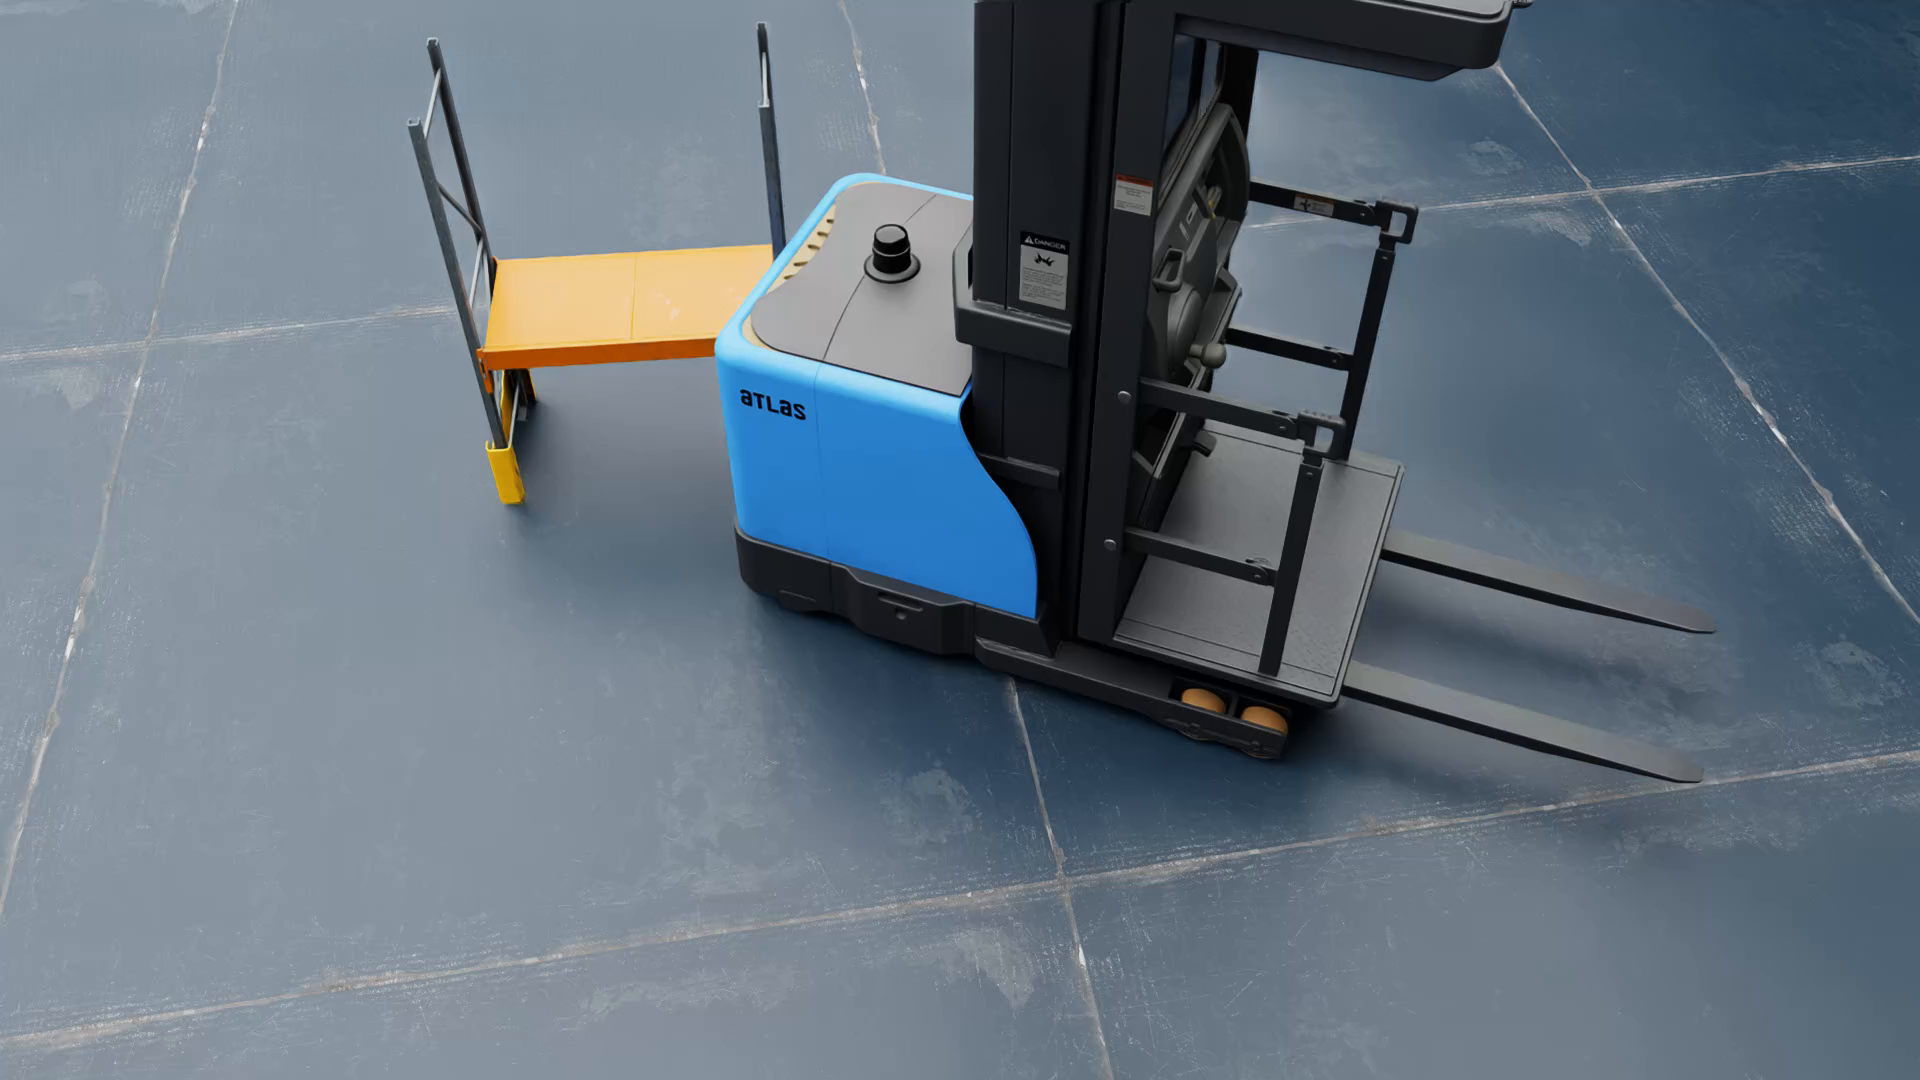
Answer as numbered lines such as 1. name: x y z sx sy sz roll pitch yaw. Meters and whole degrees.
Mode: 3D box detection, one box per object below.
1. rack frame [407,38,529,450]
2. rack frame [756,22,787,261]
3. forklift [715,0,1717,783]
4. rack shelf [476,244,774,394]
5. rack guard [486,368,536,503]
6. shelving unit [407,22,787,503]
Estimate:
1. rack frame: -1.614 -0.862 5.539 0.032 1.500 0.500 -4 46 -4
2. rack frame: -0.602 -0.933 5.608 0.032 1.500 0.500 -4 46 -4
3. forklift: 0.837 -0.784 4.470 3.031 2.935 1.130 16 48 14
4. rack shelf: -1.108 -0.773 5.703 1.000 0.185 0.538 -4 46 -4
5. rack guard: -1.613 -0.428 5.989 0.087 0.250 0.587 -4 46 -4
6. shelving unit: -1.117 -0.897 5.573 1.083 1.500 0.587 -4 46 -4
